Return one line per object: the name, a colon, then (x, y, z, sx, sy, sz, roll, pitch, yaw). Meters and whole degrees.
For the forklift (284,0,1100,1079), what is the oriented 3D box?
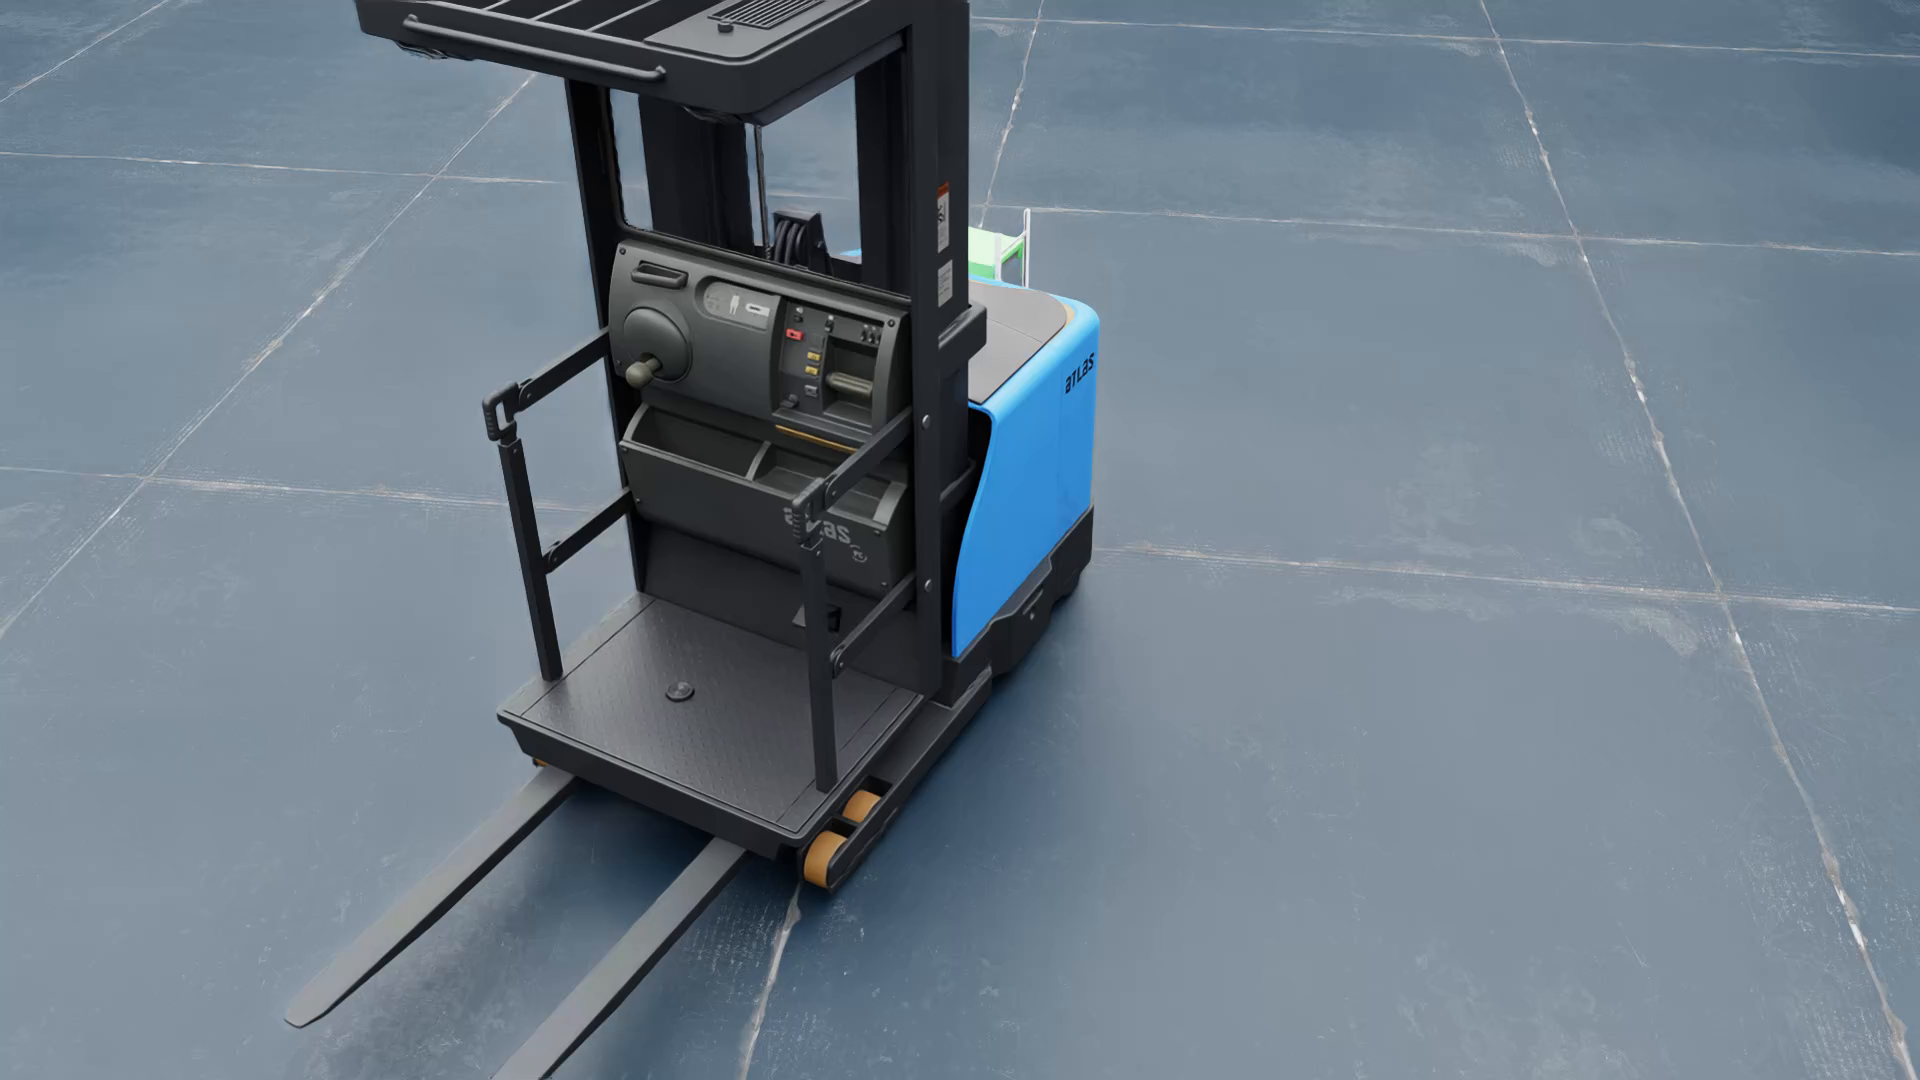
forklift: (-0.678, -0.483, 4.404, 1.130, 2.935, 3.031, 18, 39, 23)

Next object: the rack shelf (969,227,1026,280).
rack shelf: (-0.033, -1.011, 5.918, 0.480, 0.148, 0.258, 17, 39, 23)

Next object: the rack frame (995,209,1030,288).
rack frame: (0.182, -0.605, 6.065, 0.015, 1.200, 0.240, 17, 39, 23)

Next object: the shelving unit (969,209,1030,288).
shelving unit: (-0.033, -0.673, 6.160, 0.503, 1.200, 0.258, 17, 39, 23)
